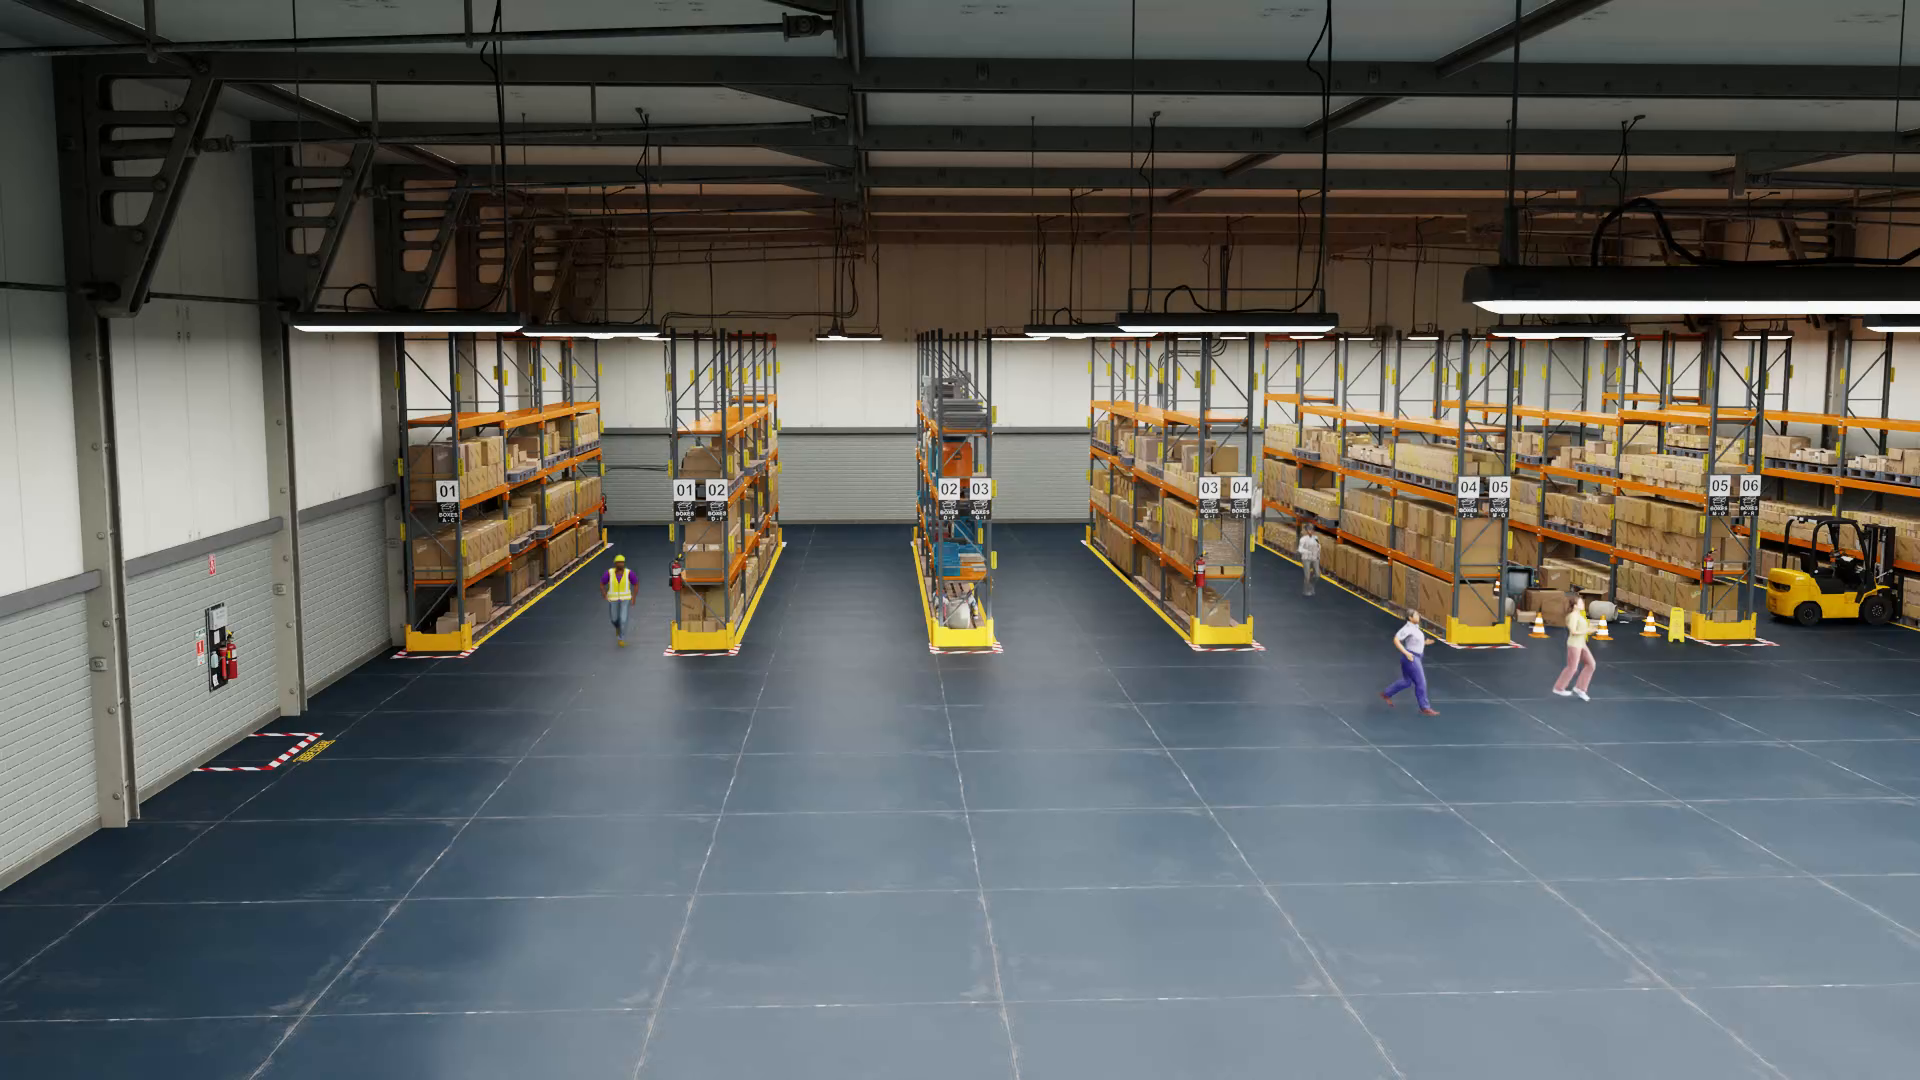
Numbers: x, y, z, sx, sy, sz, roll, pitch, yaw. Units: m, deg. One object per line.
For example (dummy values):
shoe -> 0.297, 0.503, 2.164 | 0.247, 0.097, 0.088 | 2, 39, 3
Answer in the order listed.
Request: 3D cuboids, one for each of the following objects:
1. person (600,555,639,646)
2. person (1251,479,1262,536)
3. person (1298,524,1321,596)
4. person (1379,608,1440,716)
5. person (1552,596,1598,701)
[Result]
person -> -6.487, 1.146, 31.693 | 0.734, 1.731, 0.551 | -1, 7, -8
person -> 8.817, -0.906, 48.992 | 0.755, 1.804, 0.770 | -2, 7, -16
person -> 7.966, 0.451, 37.673 | 0.591, 1.656, 0.598 | -1, 7, -9
person -> 6.978, 1.867, 25.715 | 0.924, 1.632, 0.608 | 3, 7, 22
person -> 9.925, 1.745, 26.791 | 0.670, 1.705, 0.558 | 5, 8, 34
